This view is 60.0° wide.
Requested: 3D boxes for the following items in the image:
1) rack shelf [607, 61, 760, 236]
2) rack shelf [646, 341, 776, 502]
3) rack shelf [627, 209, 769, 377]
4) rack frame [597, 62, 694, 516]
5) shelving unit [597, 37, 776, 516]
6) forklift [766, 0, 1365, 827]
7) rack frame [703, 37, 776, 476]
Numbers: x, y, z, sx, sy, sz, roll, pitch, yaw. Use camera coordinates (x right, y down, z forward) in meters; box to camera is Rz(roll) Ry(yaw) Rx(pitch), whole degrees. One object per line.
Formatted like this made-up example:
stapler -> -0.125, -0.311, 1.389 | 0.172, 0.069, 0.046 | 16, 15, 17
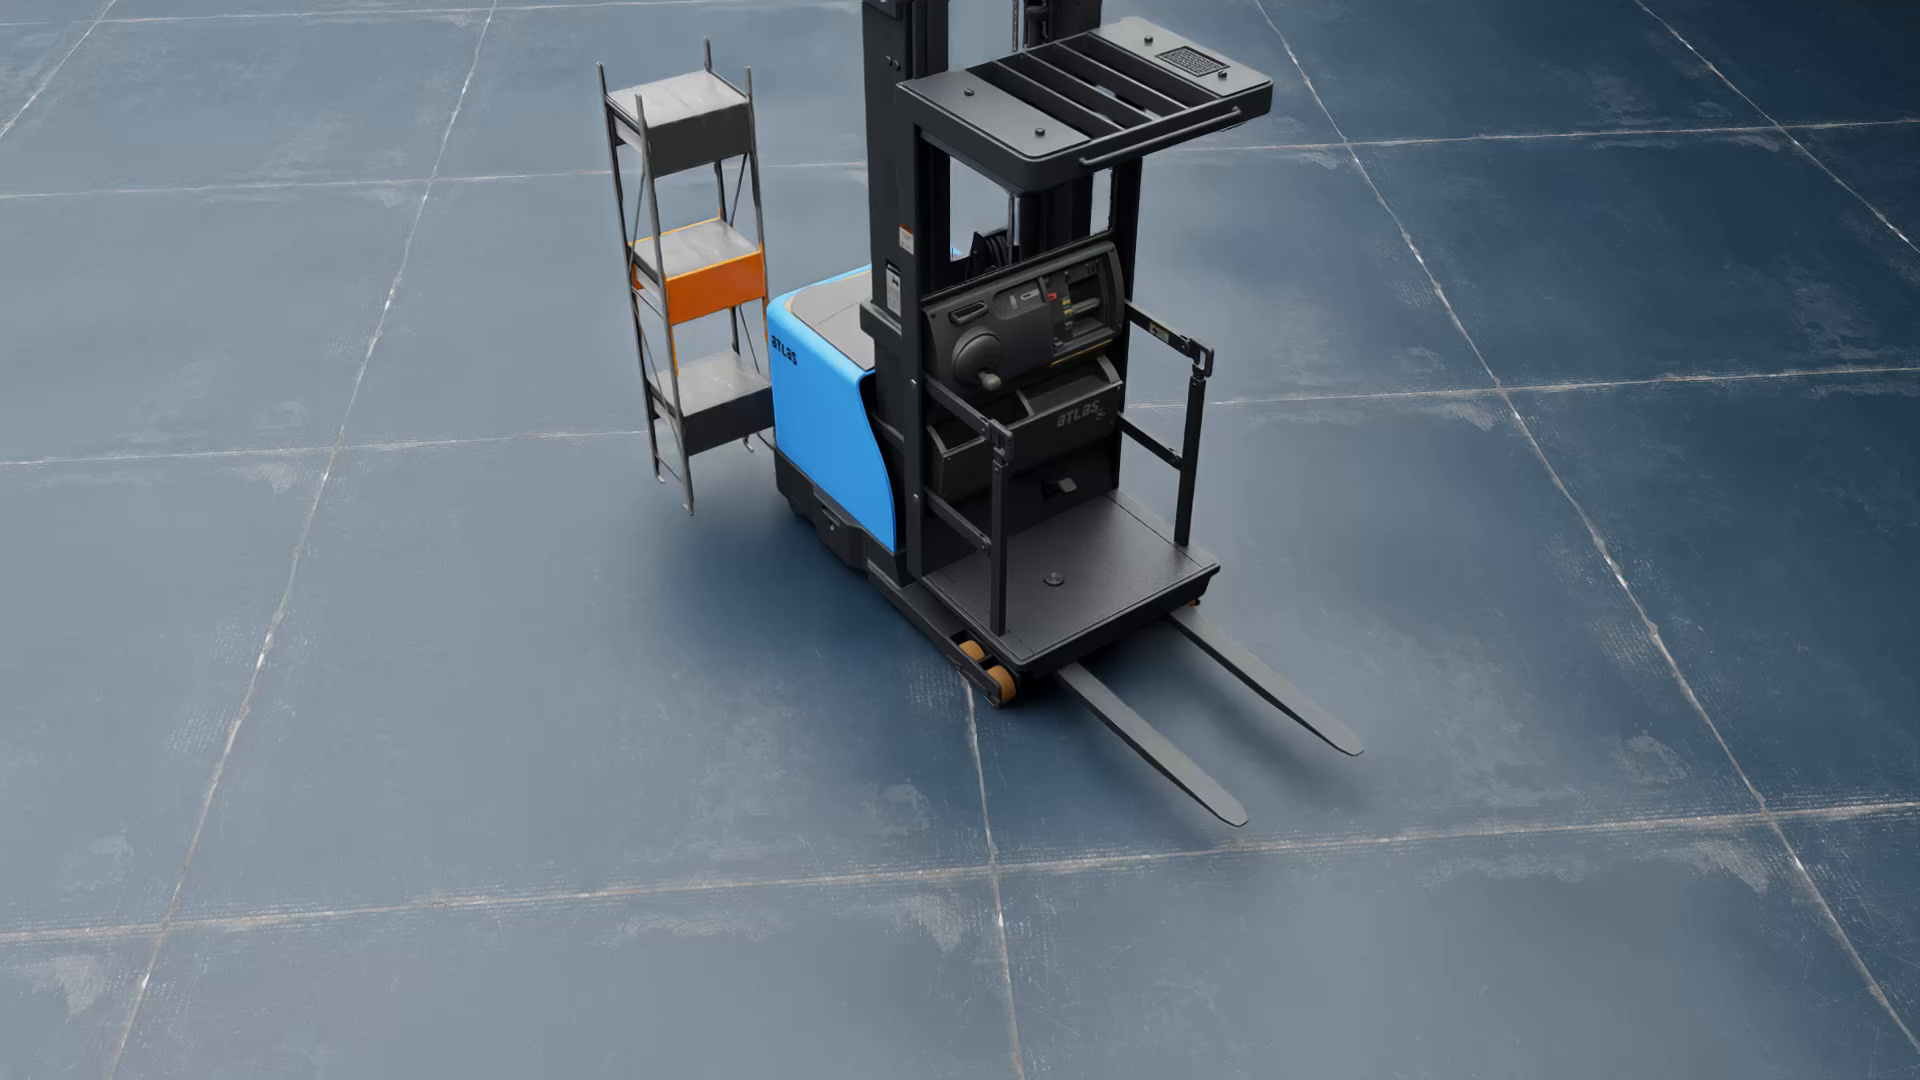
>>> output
rack shelf -> -1.178, -1.667, 7.059 | 0.480, 0.518, 0.431 | -23, 44, -26
rack shelf -> -1.178, -0.567, 7.926 | 0.480, 0.518, 0.431 | -23, 44, -26
rack shelf -> -1.178, -1.117, 7.493 | 0.480, 0.518, 0.431 | -23, 44, -26
rack frame -> -1.381, -1.043, 7.377 | 0.015, 2.100, 0.400 | -23, 44, -26
shelving unit -> -1.178, -1.128, 7.484 | 0.503, 2.100, 0.431 | -23, 44, -26
forklift -> 0.395, -0.809, 6.409 | 1.130, 2.935, 3.031 | -24, 44, -27
rack frame -> -0.976, -1.212, 7.591 | 0.015, 2.100, 0.400 | -23, 44, -26
